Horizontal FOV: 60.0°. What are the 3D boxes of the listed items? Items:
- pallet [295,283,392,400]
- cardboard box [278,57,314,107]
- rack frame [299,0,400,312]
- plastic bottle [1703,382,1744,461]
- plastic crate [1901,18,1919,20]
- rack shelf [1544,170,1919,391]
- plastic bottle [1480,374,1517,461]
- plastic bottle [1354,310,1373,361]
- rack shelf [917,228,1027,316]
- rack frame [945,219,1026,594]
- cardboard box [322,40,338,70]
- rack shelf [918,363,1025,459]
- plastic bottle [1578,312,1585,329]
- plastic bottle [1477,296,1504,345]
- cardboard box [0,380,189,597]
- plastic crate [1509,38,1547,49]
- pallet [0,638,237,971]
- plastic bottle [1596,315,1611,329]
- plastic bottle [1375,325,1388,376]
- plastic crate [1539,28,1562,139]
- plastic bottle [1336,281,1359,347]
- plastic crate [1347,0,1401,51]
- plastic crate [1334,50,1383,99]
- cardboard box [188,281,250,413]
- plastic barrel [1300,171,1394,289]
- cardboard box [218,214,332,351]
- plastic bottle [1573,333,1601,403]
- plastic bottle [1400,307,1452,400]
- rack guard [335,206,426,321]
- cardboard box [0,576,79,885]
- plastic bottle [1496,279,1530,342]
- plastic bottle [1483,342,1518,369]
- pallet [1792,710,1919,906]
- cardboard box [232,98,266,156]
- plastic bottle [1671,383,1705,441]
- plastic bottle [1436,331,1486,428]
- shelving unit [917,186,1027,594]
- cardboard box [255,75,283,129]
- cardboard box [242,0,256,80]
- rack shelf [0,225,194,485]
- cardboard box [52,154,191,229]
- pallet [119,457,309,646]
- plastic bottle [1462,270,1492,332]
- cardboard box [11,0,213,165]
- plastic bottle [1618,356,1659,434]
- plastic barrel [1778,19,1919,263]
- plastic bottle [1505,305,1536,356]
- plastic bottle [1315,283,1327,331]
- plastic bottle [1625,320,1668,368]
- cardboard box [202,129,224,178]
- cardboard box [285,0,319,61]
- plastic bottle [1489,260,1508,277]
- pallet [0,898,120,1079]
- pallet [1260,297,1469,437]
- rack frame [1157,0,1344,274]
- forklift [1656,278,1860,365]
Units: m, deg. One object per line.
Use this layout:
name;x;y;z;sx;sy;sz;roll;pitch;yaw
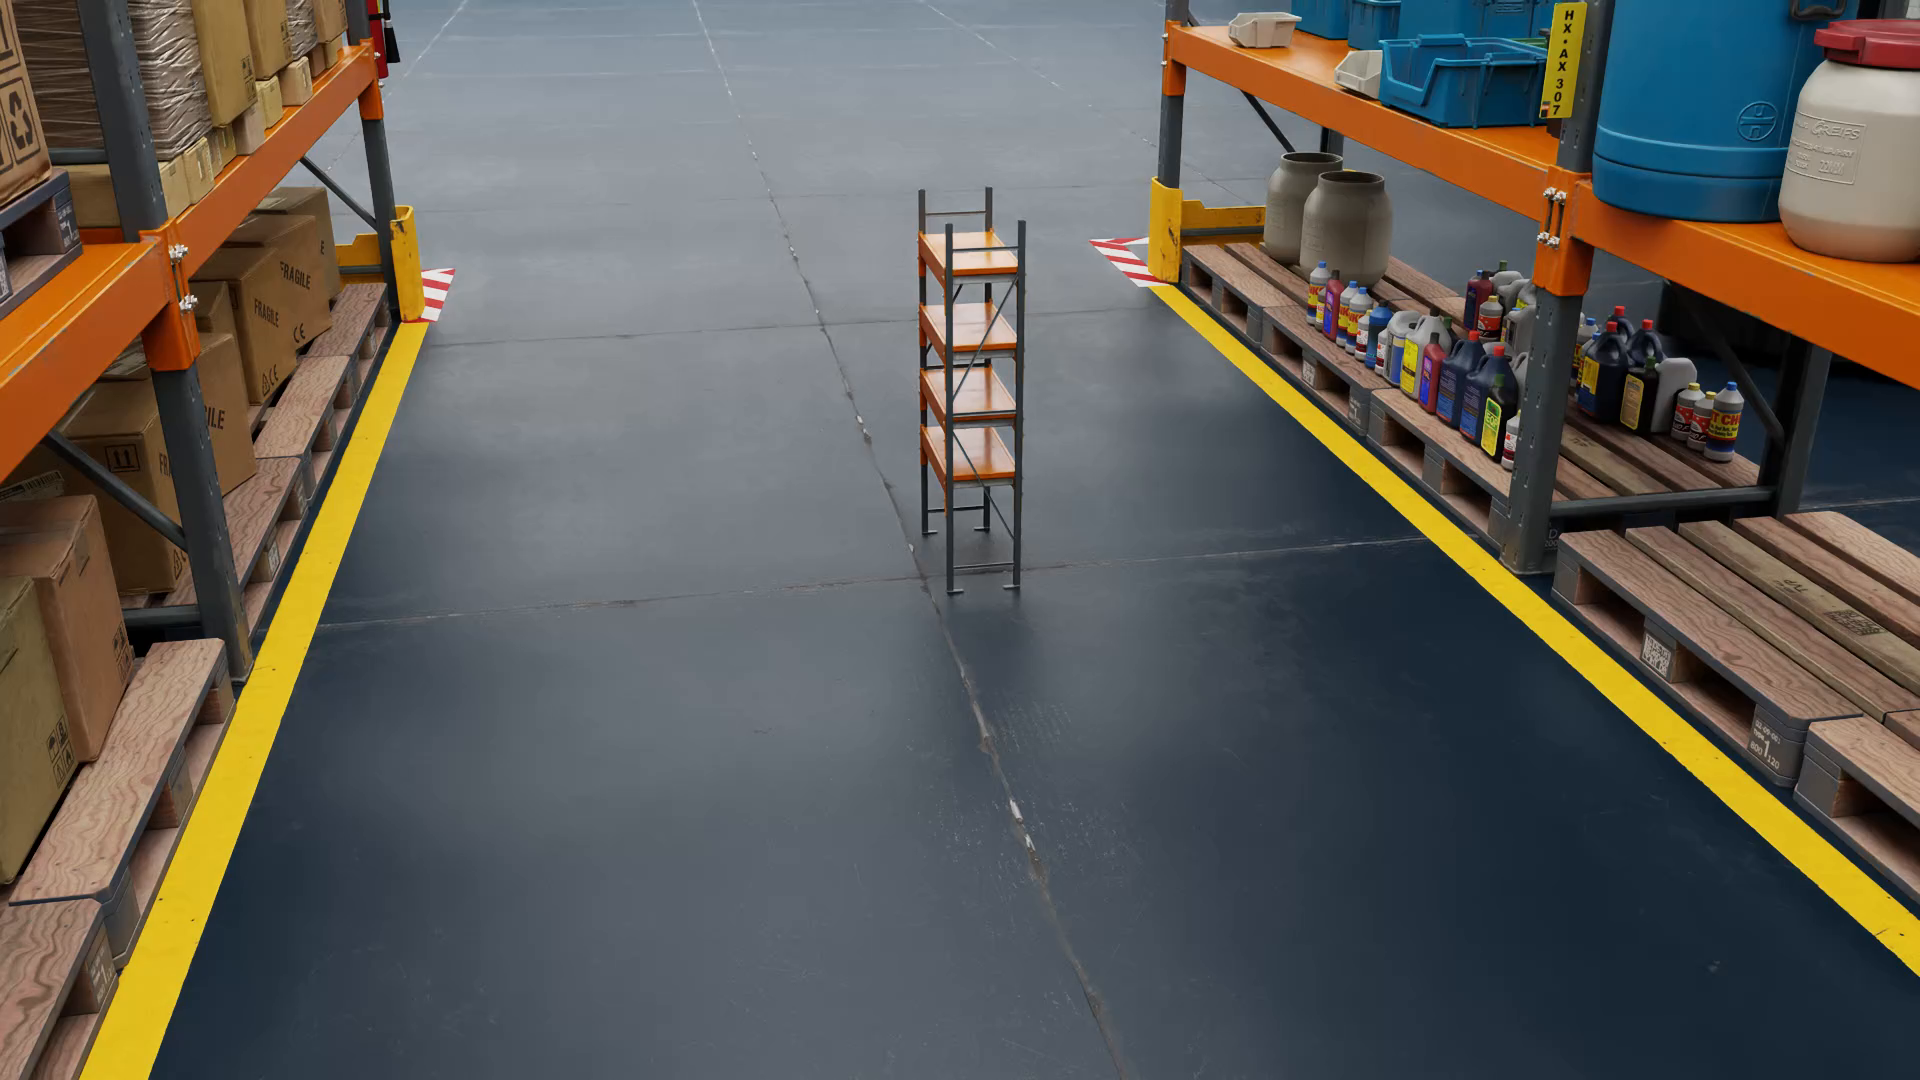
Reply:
pallet;-3.170;-0.887;7.518;1.003;0.211;1.213;-4;24;-10
cardboard box;-2.664;-1.723;6.262;0.380;0.149;0.250;-4;24;-10
rack frame;-3.300;-2.517;7.766;1.000;3.000;0.127;-4;24;-10
plastic bottle;2.679;-0.420;5.822;0.097;0.271;0.097;0;24;0
plastic crate;2.698;-1.172;4.606;0.402;0.464;0.583;-4;24;-10
rack shelf;2.677;-0.194;3.346;1.077;0.370;4.000;-4;24;-10
plastic bottle;1.894;-0.432;5.836;0.061;0.283;0.133;-3;24;-7
plastic bottle;1.697;-0.854;6.904;0.097;0.201;0.097;0;24;0
rack shelf;0.031;-0.845;5.203;0.258;0.148;0.480;-4;24;-10
rack frame;0.076;-0.389;5.141;0.240;1.200;0.015;-4;24;-10
cardboard box;-2.902;-2.113;7.153;0.380;0.149;0.250;-4;24;-10
rack shelf;0.031;-0.423;5.388;0.258;0.148;0.480;-4;24;-10
plastic bottle;2.452;-0.888;6.795;0.144;0.351;0.185;-4;24;-10
plastic bottle;2.264;-0.941;7.103;0.097;0.201;0.097;0;24;0
cardboard box;-2.595;-0.151;4.947;0.500;0.500;0.500;-5;24;-11
plastic crate;2.334;-1.768;6.316;0.450;0.188;0.662;-4;24;-10
pallet;-2.415;0.640;4.021;1.003;0.211;1.213;-4;24;-10
plastic bottle;2.541;-0.758;6.582;0.061;0.283;0.133;-3;24;-7
plastic bottle;1.735;-0.773;6.719;0.097;0.201;0.097;0;24;0
plastic crate;2.336;-1.498;5.509;0.767;0.338;0.504;-4;24;-10
plastic bottle;1.660;-0.964;7.069;0.097;0.271;0.097;0;24;0
plastic crate;2.069;-2.385;7.649;0.499;0.251;0.408;-4;24;-10
plastic crate;1.758;-1.810;6.475;0.530;0.136;0.437;-4;24;-10
cardboard box;-2.900;-0.614;6.007;0.500;0.500;0.500;-6;24;-14
plastic barrel;1.857;-1.486;7.988;0.421;0.512;0.421;0;24;0
cardboard box;-3.057;-1.085;7.085;0.500;0.500;0.500;2;24;4
plastic bottle;2.420;-0.658;6.369;0.097;0.271;0.097;0;24;0
plastic bottle;1.810;-0.733;6.440;0.144;0.351;0.185;-4;24;-10
rack guard;-3.286;-1.342;8.198;1.175;0.500;0.348;-4;24;-10
cardboard box;-2.398;0.432;3.587;0.700;0.500;0.500;-4;24;-10
plastic bottle;2.383;-0.992;7.126;0.152;0.276;0.135;-5;24;-11
plastic bottle;2.010;-0.592;6.212;0.152;0.276;0.135;-4;24;-10
pallet;2.720;0.754;3.760;1.003;0.211;1.213;-4;24;-10
cardboard box;-2.473;-1.330;5.362;0.380;0.149;0.250;-4;24;-10
plastic bottle;2.642;-0.468;6.020;0.097;0.201;0.097;0;24;0
plastic bottle;1.869;-0.606;6.149;0.144;0.351;0.185;-6;24;-12
shelving unit;0.031;-0.485;5.361;0.258;1.200;0.503;-4;24;-10
cardboard box;-2.595;-1.525;5.807;0.380;0.149;0.250;-4;24;-10
cardboard box;-2.832;-1.696;5.390;0.875;0.500;0.500;-4;24;-10
rack shelf;-2.190;0.172;2.507;1.077;0.370;4.000;-4;24;-10
cardboard box;-2.304;-0.936;4.459;0.380;0.149;0.250;-4;24;-10
pallet;-2.719;0.072;5.321;1.003;0.211;1.213;-4;24;-10
plastic bottle;2.253;-1.042;7.231;0.061;0.283;0.133;-4;24;-10
cardboard box;-2.583;-1.308;4.500;0.875;0.500;0.500;-4;24;-10
plastic bottle;2.488;-0.542;6.088;0.061;0.283;0.133;-4;24;-10
plastic barrel;2.269;-0.980;4.077;0.433;0.535;0.433;0;24;0
plastic bottle;2.311;-0.833;6.763;0.152;0.276;0.135;-4;24;-10
plastic bottle;1.616;-1.026;7.299;0.097;0.201;0.097;0;24;0
plastic bottle;2.566;-0.647;6.243;0.144;0.351;0.185;-4;24;-8
cardboard box;-2.411;-1.131;4.907;0.380;0.149;0.250;-4;24;-10
cardboard box;-2.965;-2.094;6.299;0.875;0.500;0.500;-4;24;-10
plastic bottle;2.378;-1.106;7.379;0.061;0.283;0.133;-4;24;-8
pallet;-2.186;1.121;2.920;1.003;0.211;1.213;-4;24;-10
pallet;1.995;-0.781;7.274;1.003;0.211;1.213;-4;24;-10
rack frame;1.568;-2.884;8.606;1.000;3.000;0.127;-4;24;-10
forklift;4.793;-2.094;6.883;3.031;2.935;1.130;14;27;29
